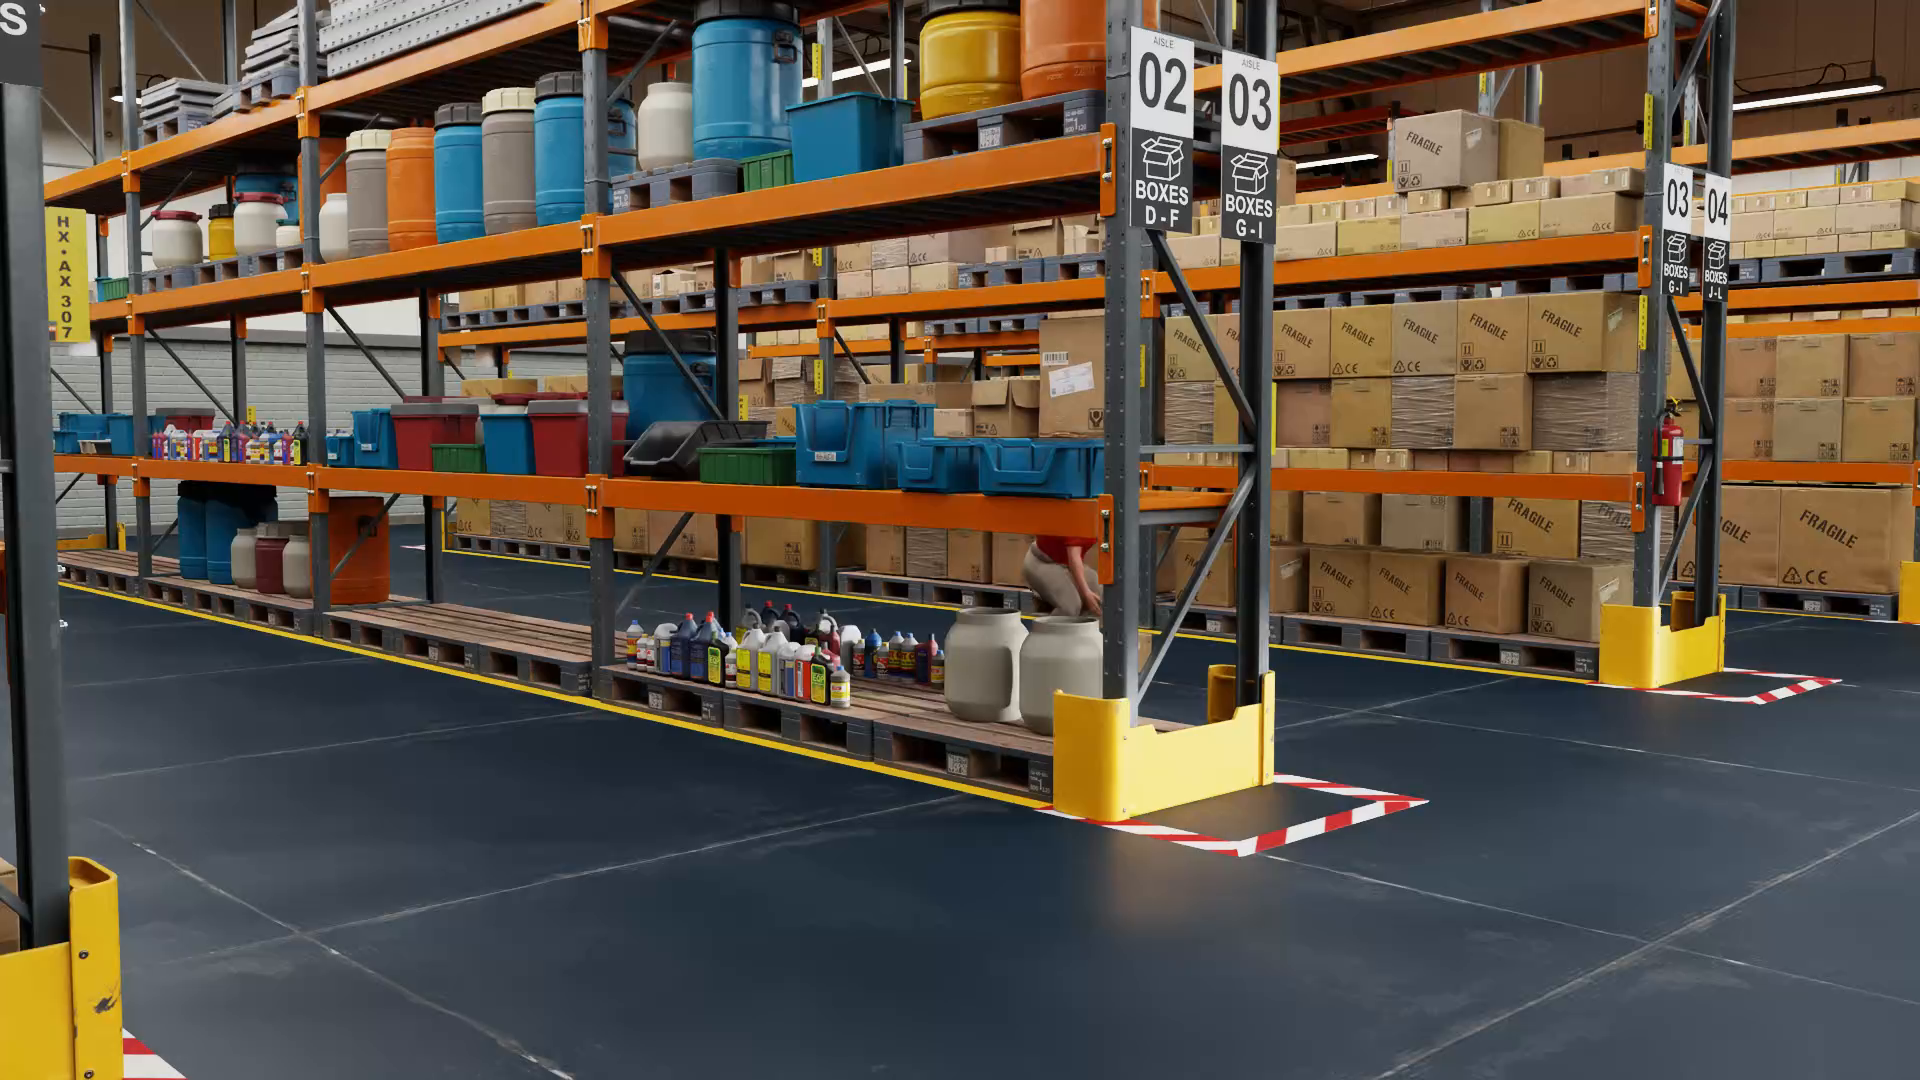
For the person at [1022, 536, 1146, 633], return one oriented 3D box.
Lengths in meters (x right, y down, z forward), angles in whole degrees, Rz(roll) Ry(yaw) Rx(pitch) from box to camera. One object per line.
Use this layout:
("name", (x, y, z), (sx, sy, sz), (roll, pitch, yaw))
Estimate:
("person", (0.828, 0.277, 11.188), (0.576, 1.141, 0.823), (-4, 5, -44))
